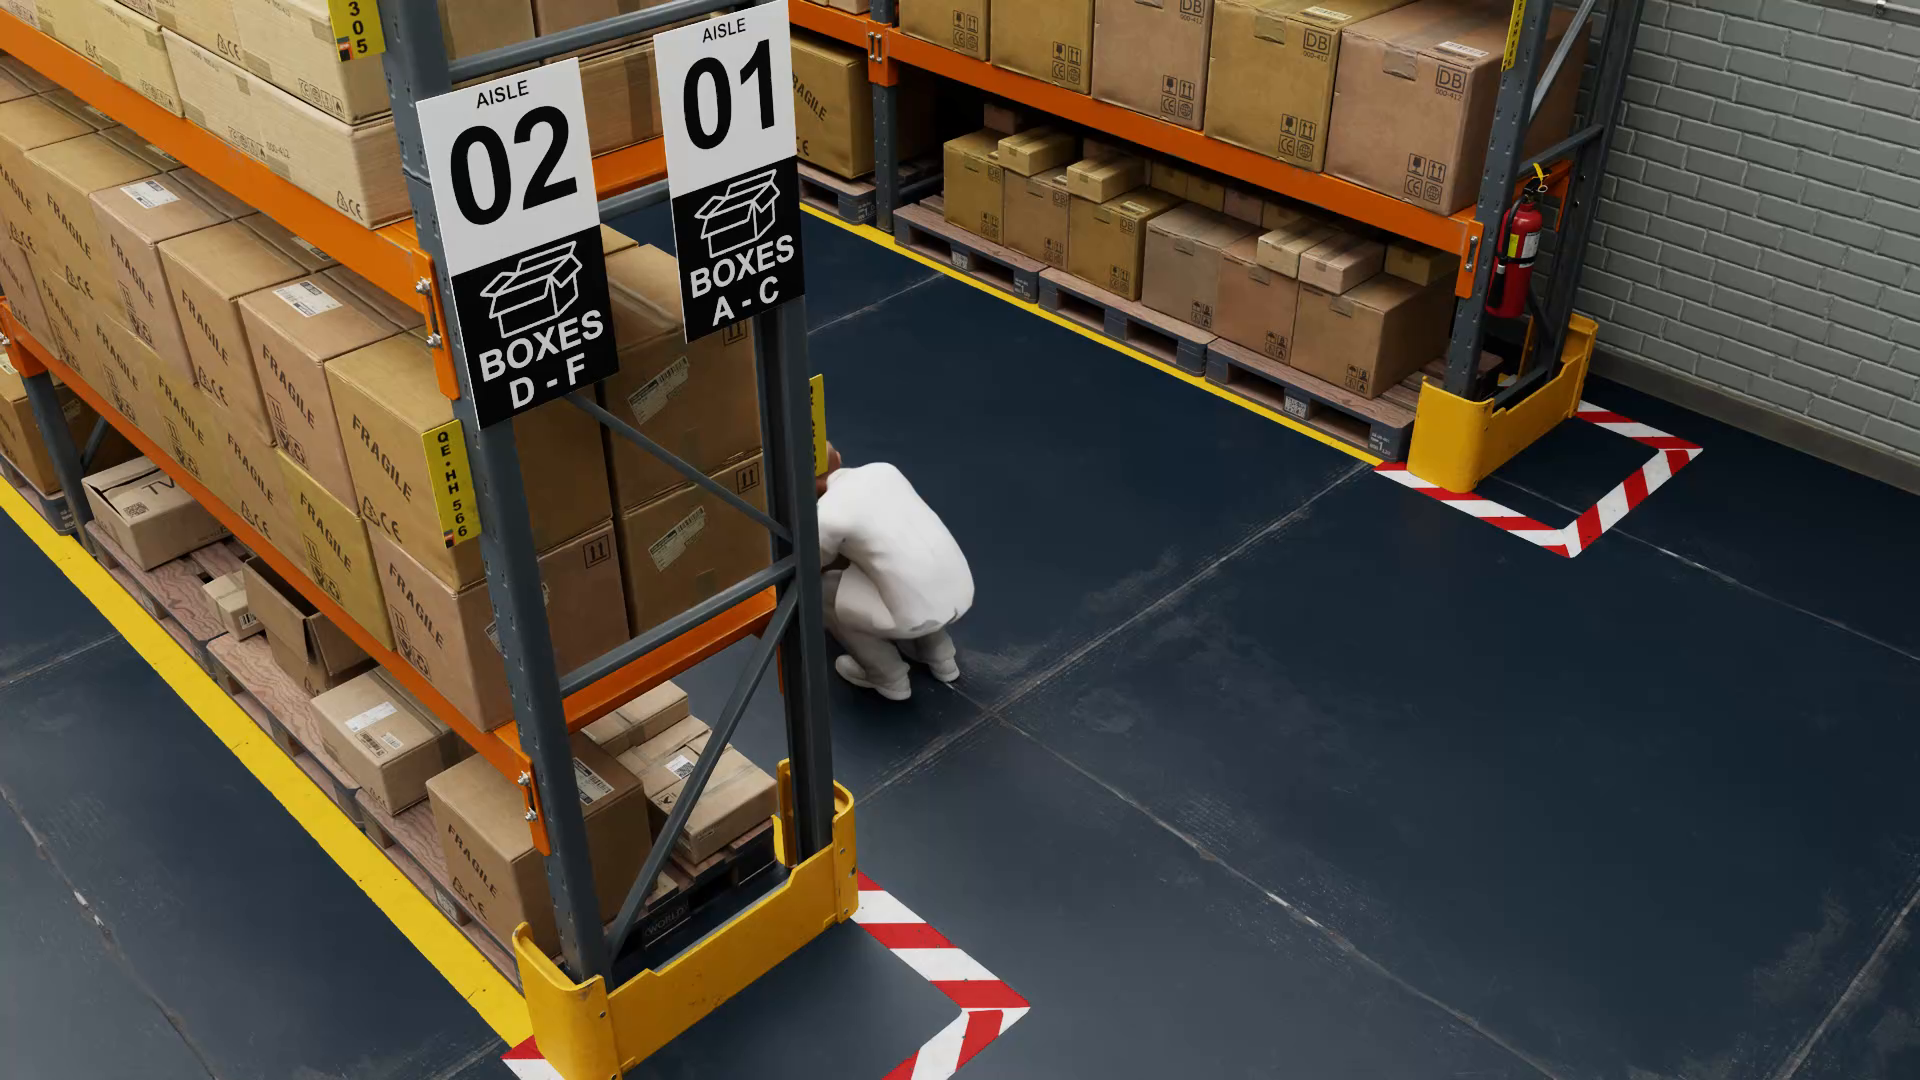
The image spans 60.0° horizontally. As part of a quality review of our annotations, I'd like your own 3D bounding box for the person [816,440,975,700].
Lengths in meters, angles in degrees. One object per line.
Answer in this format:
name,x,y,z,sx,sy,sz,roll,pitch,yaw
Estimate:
person,-0.355,0.092,6.711,0.936,1.000,0.579,29,44,34
